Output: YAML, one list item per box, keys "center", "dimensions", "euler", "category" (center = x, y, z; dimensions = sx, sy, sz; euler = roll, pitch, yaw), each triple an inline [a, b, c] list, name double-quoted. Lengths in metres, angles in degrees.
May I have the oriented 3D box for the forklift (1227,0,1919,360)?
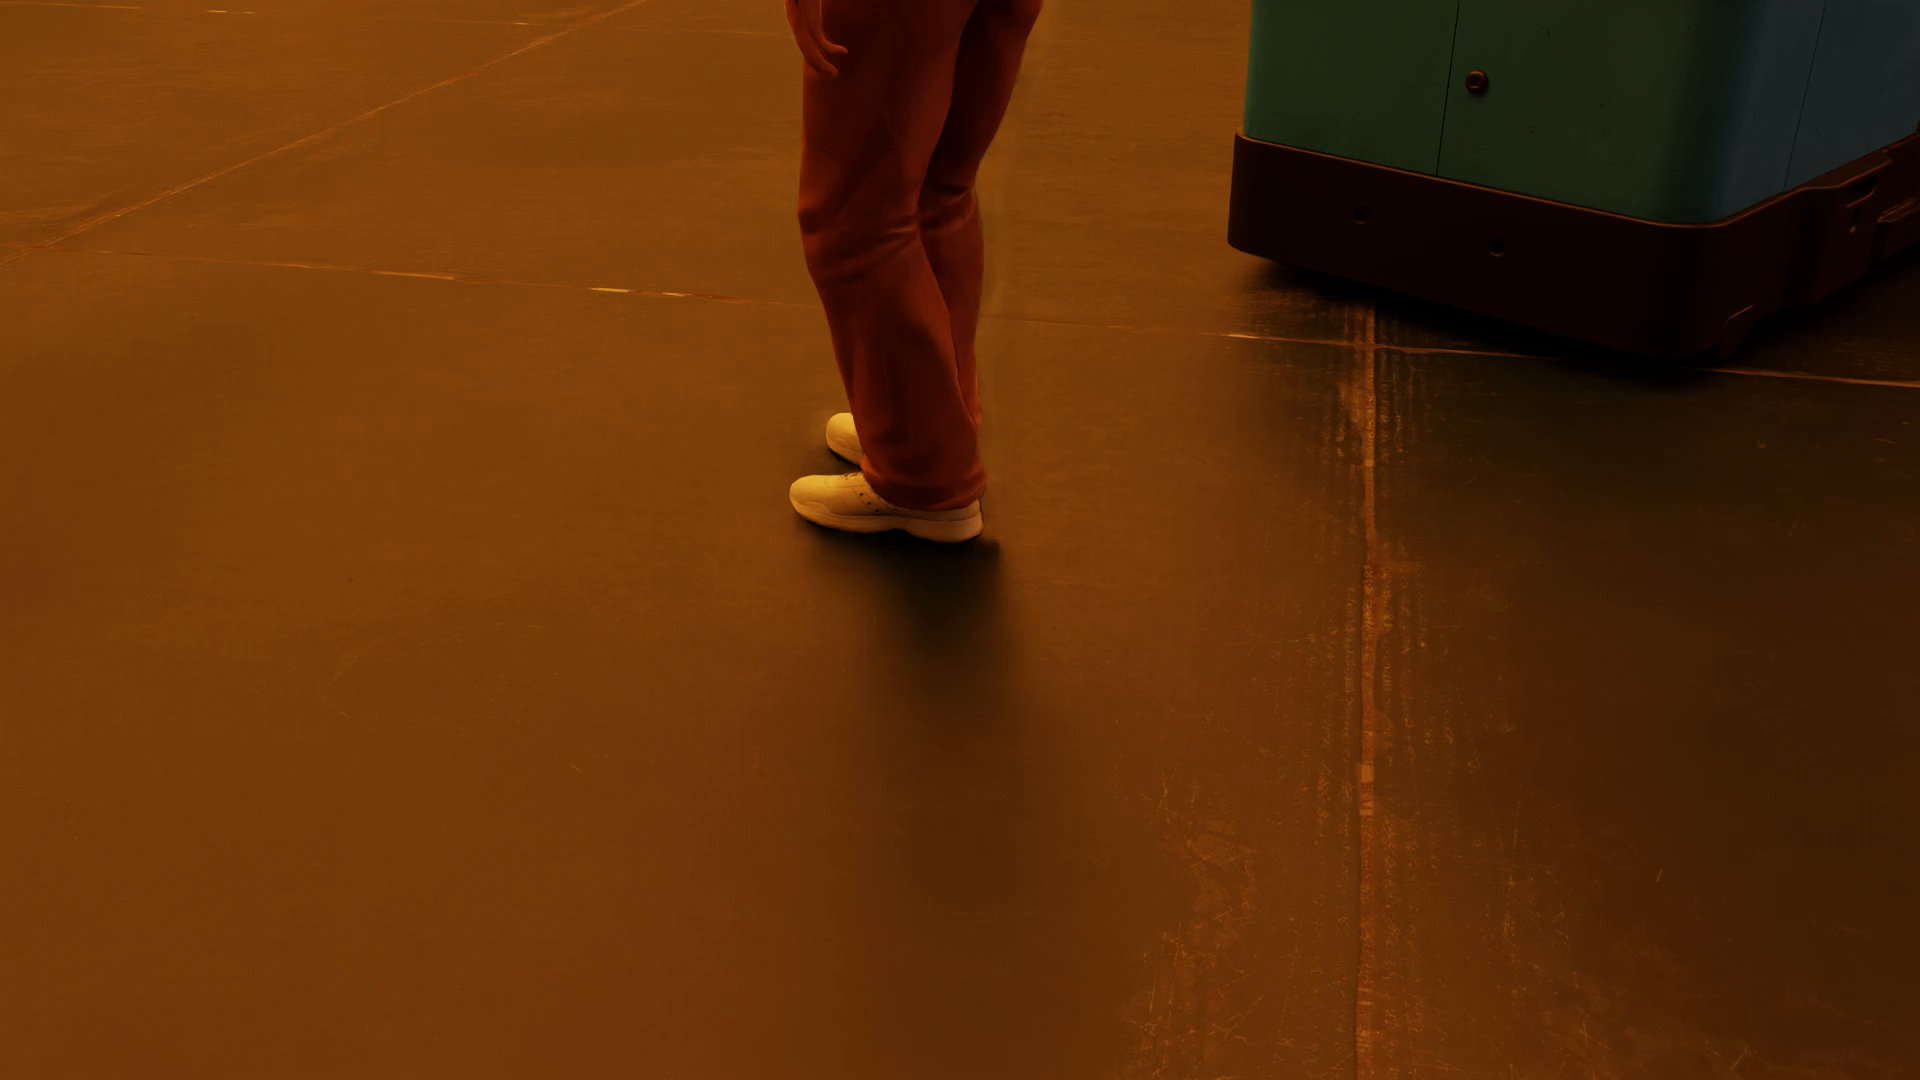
- center: [1.989, -2.200, 3.606]
  dimensions: [3.031, 2.935, 1.130]
  euler: [-24, 35, -39]
  category: "forklift"

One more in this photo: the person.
- center: [-0.089, -0.782, 2.207]
  dimensions: [0.569, 1.663, 0.565]
  euler: [23, 35, 38]
  category: "person"
